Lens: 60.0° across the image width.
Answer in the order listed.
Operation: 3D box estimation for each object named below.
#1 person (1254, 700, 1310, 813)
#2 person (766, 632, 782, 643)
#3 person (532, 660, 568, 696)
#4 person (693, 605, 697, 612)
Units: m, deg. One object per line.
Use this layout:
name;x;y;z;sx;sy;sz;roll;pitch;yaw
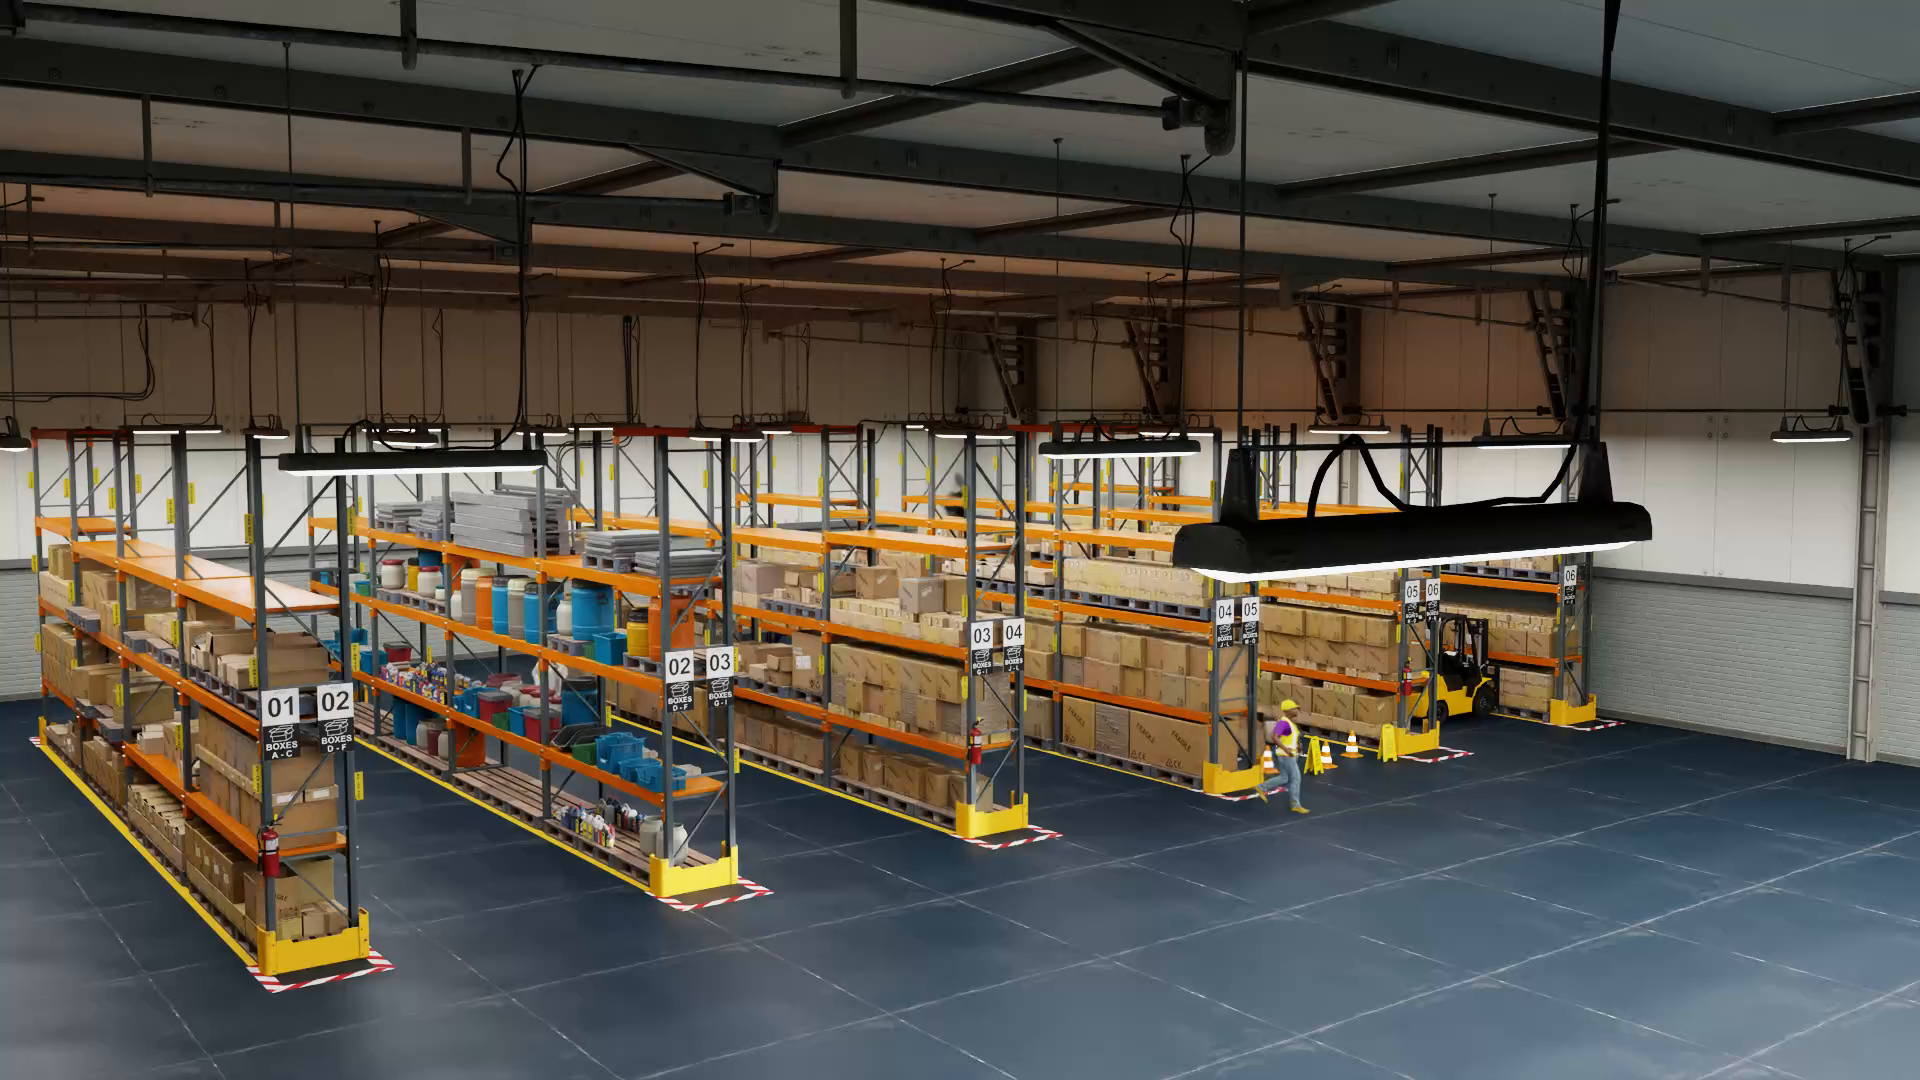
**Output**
person;5.116;3.406;26.333;0.883;1.763;0.729;1;5;14
person;-4.668;2.273;41.791;0.539;1.566;0.637;1;5;12
person;-7.795;2.964;31.780;0.965;1.834;0.623;3;6;38
person;-6.431;2.345;39.543;0.741;1.746;0.908;0;4;-5
